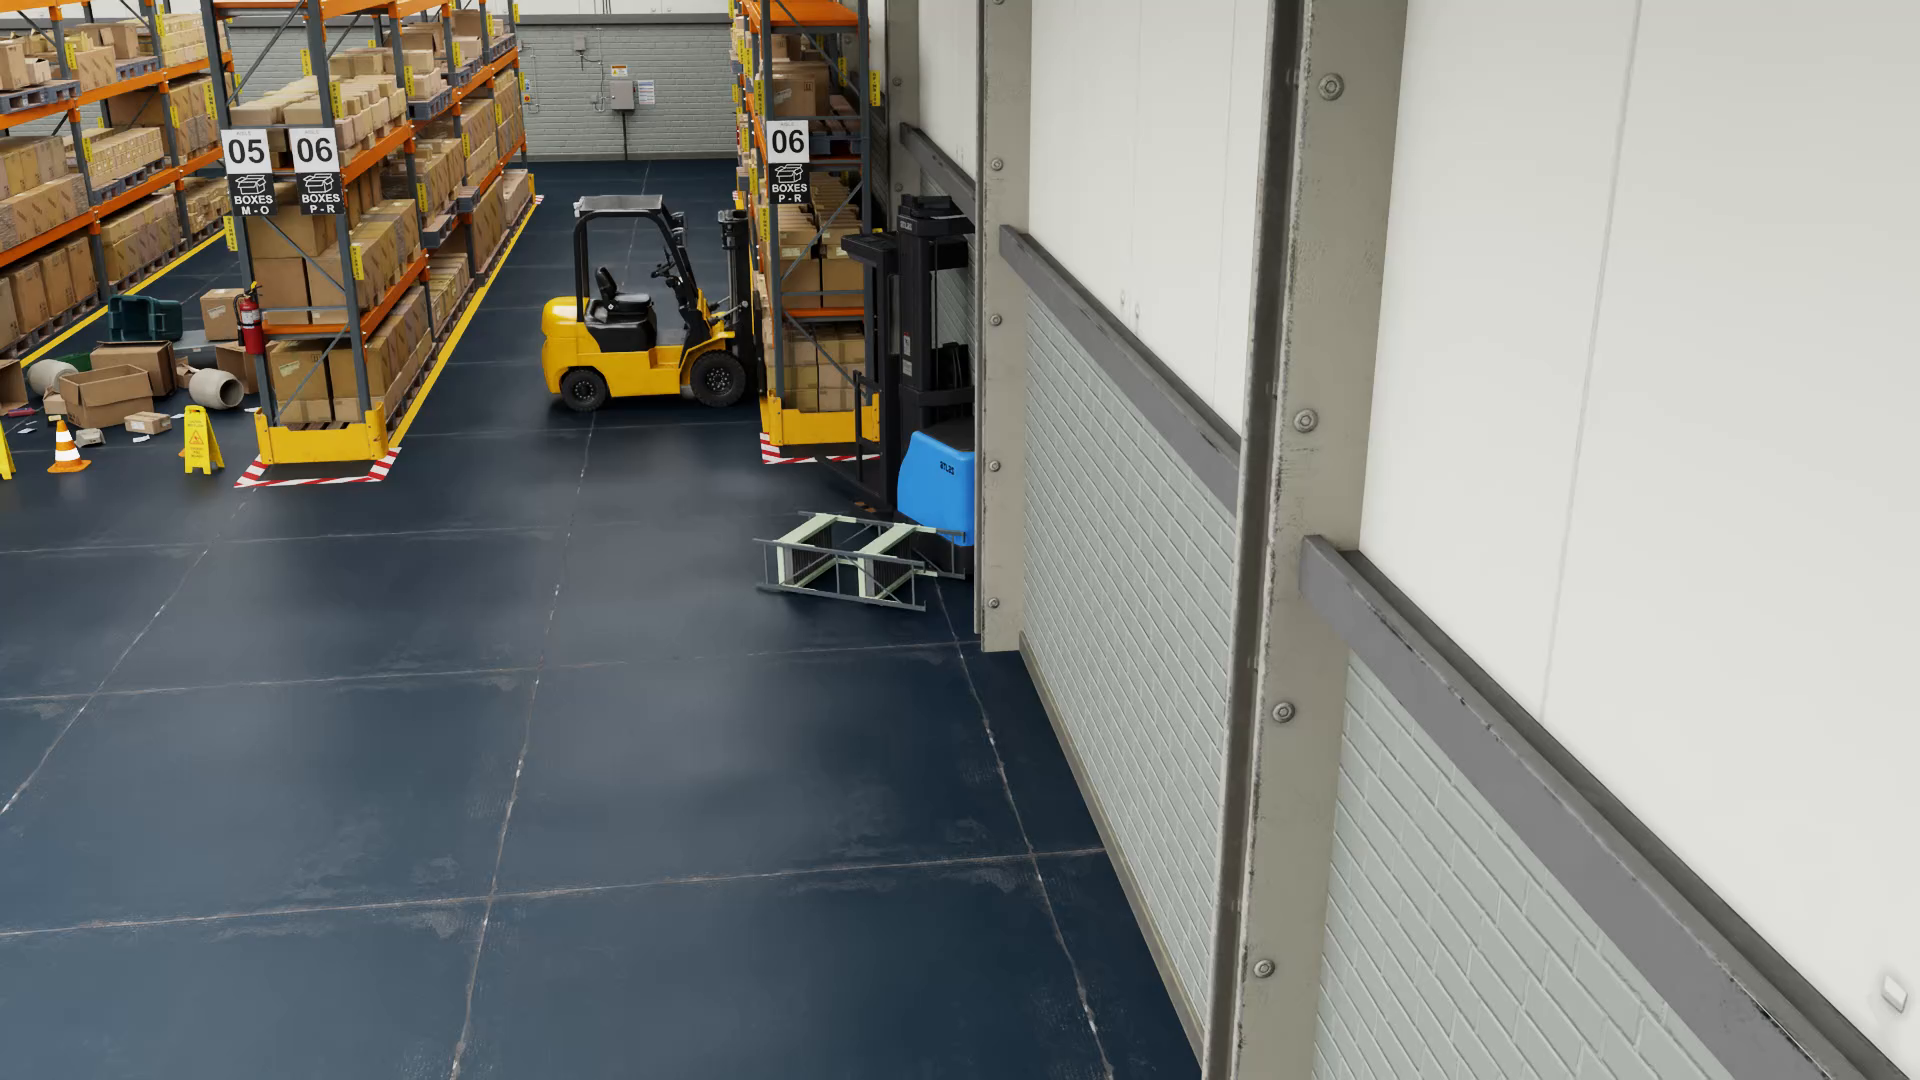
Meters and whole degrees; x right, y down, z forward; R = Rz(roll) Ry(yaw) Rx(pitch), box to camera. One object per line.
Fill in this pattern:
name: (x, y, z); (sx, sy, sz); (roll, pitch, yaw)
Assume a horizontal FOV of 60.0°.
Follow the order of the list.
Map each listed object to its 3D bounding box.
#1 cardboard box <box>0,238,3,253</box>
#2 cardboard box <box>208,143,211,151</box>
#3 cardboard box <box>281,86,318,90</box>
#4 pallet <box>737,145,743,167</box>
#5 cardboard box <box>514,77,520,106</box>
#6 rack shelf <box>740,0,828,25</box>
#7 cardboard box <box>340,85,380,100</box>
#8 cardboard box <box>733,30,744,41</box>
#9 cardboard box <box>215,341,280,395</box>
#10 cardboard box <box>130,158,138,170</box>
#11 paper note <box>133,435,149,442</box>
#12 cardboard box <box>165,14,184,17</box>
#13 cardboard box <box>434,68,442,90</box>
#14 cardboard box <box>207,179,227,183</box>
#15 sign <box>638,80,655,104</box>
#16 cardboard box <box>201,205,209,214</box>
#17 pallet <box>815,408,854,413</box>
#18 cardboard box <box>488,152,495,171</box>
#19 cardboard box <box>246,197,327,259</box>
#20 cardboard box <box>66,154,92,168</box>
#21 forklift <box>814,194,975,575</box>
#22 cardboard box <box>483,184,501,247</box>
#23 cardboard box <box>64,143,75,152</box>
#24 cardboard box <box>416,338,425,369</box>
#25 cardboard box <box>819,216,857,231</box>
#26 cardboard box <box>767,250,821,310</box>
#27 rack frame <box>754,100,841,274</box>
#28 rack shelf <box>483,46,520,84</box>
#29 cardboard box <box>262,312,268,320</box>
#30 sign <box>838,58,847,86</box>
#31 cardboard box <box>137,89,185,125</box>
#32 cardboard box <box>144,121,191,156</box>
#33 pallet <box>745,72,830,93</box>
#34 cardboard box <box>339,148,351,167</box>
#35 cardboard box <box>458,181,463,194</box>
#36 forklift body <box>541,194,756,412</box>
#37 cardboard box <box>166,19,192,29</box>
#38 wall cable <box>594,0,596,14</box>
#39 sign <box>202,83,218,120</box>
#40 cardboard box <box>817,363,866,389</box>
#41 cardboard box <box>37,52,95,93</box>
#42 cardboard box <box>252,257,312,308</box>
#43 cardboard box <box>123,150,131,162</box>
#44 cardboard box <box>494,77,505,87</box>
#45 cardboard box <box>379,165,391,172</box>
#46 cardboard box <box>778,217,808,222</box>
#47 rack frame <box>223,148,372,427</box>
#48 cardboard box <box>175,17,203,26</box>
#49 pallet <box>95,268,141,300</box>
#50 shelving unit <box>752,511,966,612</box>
cardboard box: (-11.551, -3.548, 19.359); (0.500, 0.500, 0.500); (-3, 21, -7)
cardboard box: (-12.992, -6.702, 28.307); (0.380, 0.149, 0.250); (-3, 21, -7)
cardboard box: (-6.893, -4.677, 17.458); (0.380, 0.149, 0.250); (-3, 21, -9)
pallet: (-3.092, -6.239, 26.983); (1.003, 0.211, 1.213); (-3, 21, -8)
cardboard box: (-8.282, -8.105, 30.132); (0.500, 0.500, 0.500); (-2, 21, -6)
rack shelf: (-2.235, -6.820, 21.289); (1.077, 0.370, 4.000); (-3, 21, -8)
cardboard box: (-6.342, -4.706, 17.536); (0.380, 0.149, 0.250); (-3, 21, -7)
cardboard box: (-3.387, -7.978, 26.266); (0.380, 0.149, 0.250); (-3, 21, -9)
cardboard box: (-8.050, -1.980, 18.875); (0.500, 0.500, 0.500); (12, 24, 29)
cardboard box: (-12.451, -5.576, 24.691); (0.380, 0.149, 0.250); (-2, 21, -5)
paper note: (-8.387, -1.041, 17.034); (0.148, 0.019, 0.142); (-11, 23, -26)
cardboard box: (-13.631, -9.003, 28.751); (0.380, 0.149, 0.250); (-2, 21, -6)
cardboard box: (-6.714, -5.693, 20.572); (0.500, 0.250, 0.500); (-3, 21, -8)
cardboard box: (-13.165, -6.340, 29.601); (0.380, 0.149, 0.250); (-3, 21, -7)
sign: (-6.865, -9.803, 36.387); (0.329, 0.494, 0.001); (-3, 21, -8)
cardboard box: (-12.879, -5.573, 27.974); (0.380, 0.149, 0.250); (-2, 21, -5)
pallet: (-1.521, -1.413, 17.772); (1.003, 0.211, 1.213); (-3, 21, -8)
cardboard box: (-7.625, -5.970, 26.203); (0.500, 0.250, 0.500); (-3, 21, -9)
cardboard box: (-6.571, -3.025, 16.106); (0.700, 0.500, 0.500); (-3, 21, -9)
cardboard box: (-12.194, -5.219, 22.886); (0.380, 0.149, 0.250); (-3, 21, -8)
forklift: (-0.322, -1.561, 14.282); (1.130, 2.935, 3.031); (-12, 24, -29)
cardboard box: (-7.704, -5.038, 25.929); (0.875, 0.875, 0.875); (-2, 21, -6)
cardboard box: (-13.027, -5.642, 24.019); (0.380, 0.149, 0.250); (-2, 21, -5)
cardboard box: (-6.420, -2.124, 19.018); (0.500, 0.250, 0.500); (-3, 21, -9)
cardboard box: (-1.263, -3.257, 17.228); (0.380, 0.149, 0.250); (-3, 21, -7)
cardboard box: (-1.701, -2.661, 16.984); (0.500, 0.500, 0.500); (-3, 21, -9)
rack frame: (-1.946, -3.842, 20.289); (1.000, 3.000, 0.127); (-3, 21, -8)
rack shelf: (-8.299, -8.120, 28.486); (1.077, 0.370, 4.000); (-3, 21, -8)
cardboard box: (-6.693, -2.288, 16.488); (0.380, 0.149, 0.250); (-3, 21, -8)
sign: (-1.397, -5.555, 19.736); (0.100, 0.325, 0.005); (-3, 21, -8)
cardboard box: (-12.719, -6.898, 26.475); (0.500, 0.500, 0.500); (-2, 21, -6)
cardboard box: (-12.717, -6.445, 26.692); (0.500, 0.500, 0.500); (-3, 21, -9)
pallet: (-2.337, -6.313, 22.888); (1.213, 0.211, 1.003); (-2, 21, -5)
cardboard box: (-6.008, -3.624, 15.777); (0.380, 0.149, 0.250); (-3, 21, -8)
cardboard box: (-6.963, -4.778, 22.555); (0.380, 0.149, 0.250); (-3, 21, -8)
forklift body: (-3.448, -2.624, 18.241); (2.313, 2.155, 1.214); (-3, 21, -8)
cardboard box: (-12.890, -8.491, 27.381); (0.380, 0.149, 0.250); (-4, 21, -9)
wall cable: (-8.942, -12.547, 35.023); (2.355, 3.000, 0.029); (-3, 21, -8)
sign: (-6.833, -4.004, 15.171); (0.100, 0.325, 0.005); (-3, 21, -8)
cardboard box: (-1.232, -1.773, 17.365); (0.500, 0.250, 0.500); (-3, 21, -7)
cardboard box: (-12.137, -6.353, 22.584); (0.500, 0.500, 0.500); (-3, 21, -8)
cardboard box: (-6.632, -2.565, 16.303); (0.500, 0.500, 0.500); (-3, 21, -9)
cardboard box: (-12.419, -5.625, 24.398); (0.380, 0.149, 0.250); (-2, 21, -6)
cardboard box: (-8.001, -7.829, 28.467); (0.380, 0.149, 0.250); (-3, 21, -8)
cardboard box: (-7.224, -4.293, 20.329); (0.500, 0.500, 0.500); (-3, 21, -7)
cardboard box: (-1.761, -3.233, 17.164); (0.380, 0.149, 0.250); (-2, 21, -7)
rack frame: (-6.281, -2.205, 15.907); (1.000, 3.000, 0.127); (-3, 21, -8)
cardboard box: (-13.034, -8.760, 28.100); (0.380, 0.149, 0.250); (-3, 21, -9)
pallet: (-12.429, -3.654, 23.773); (1.003, 0.211, 1.213); (-3, 21, -8)
shelving unit: (-0.796, 0.151, 13.216); (1.500, 0.431, 0.755); (7, 21, 23)
